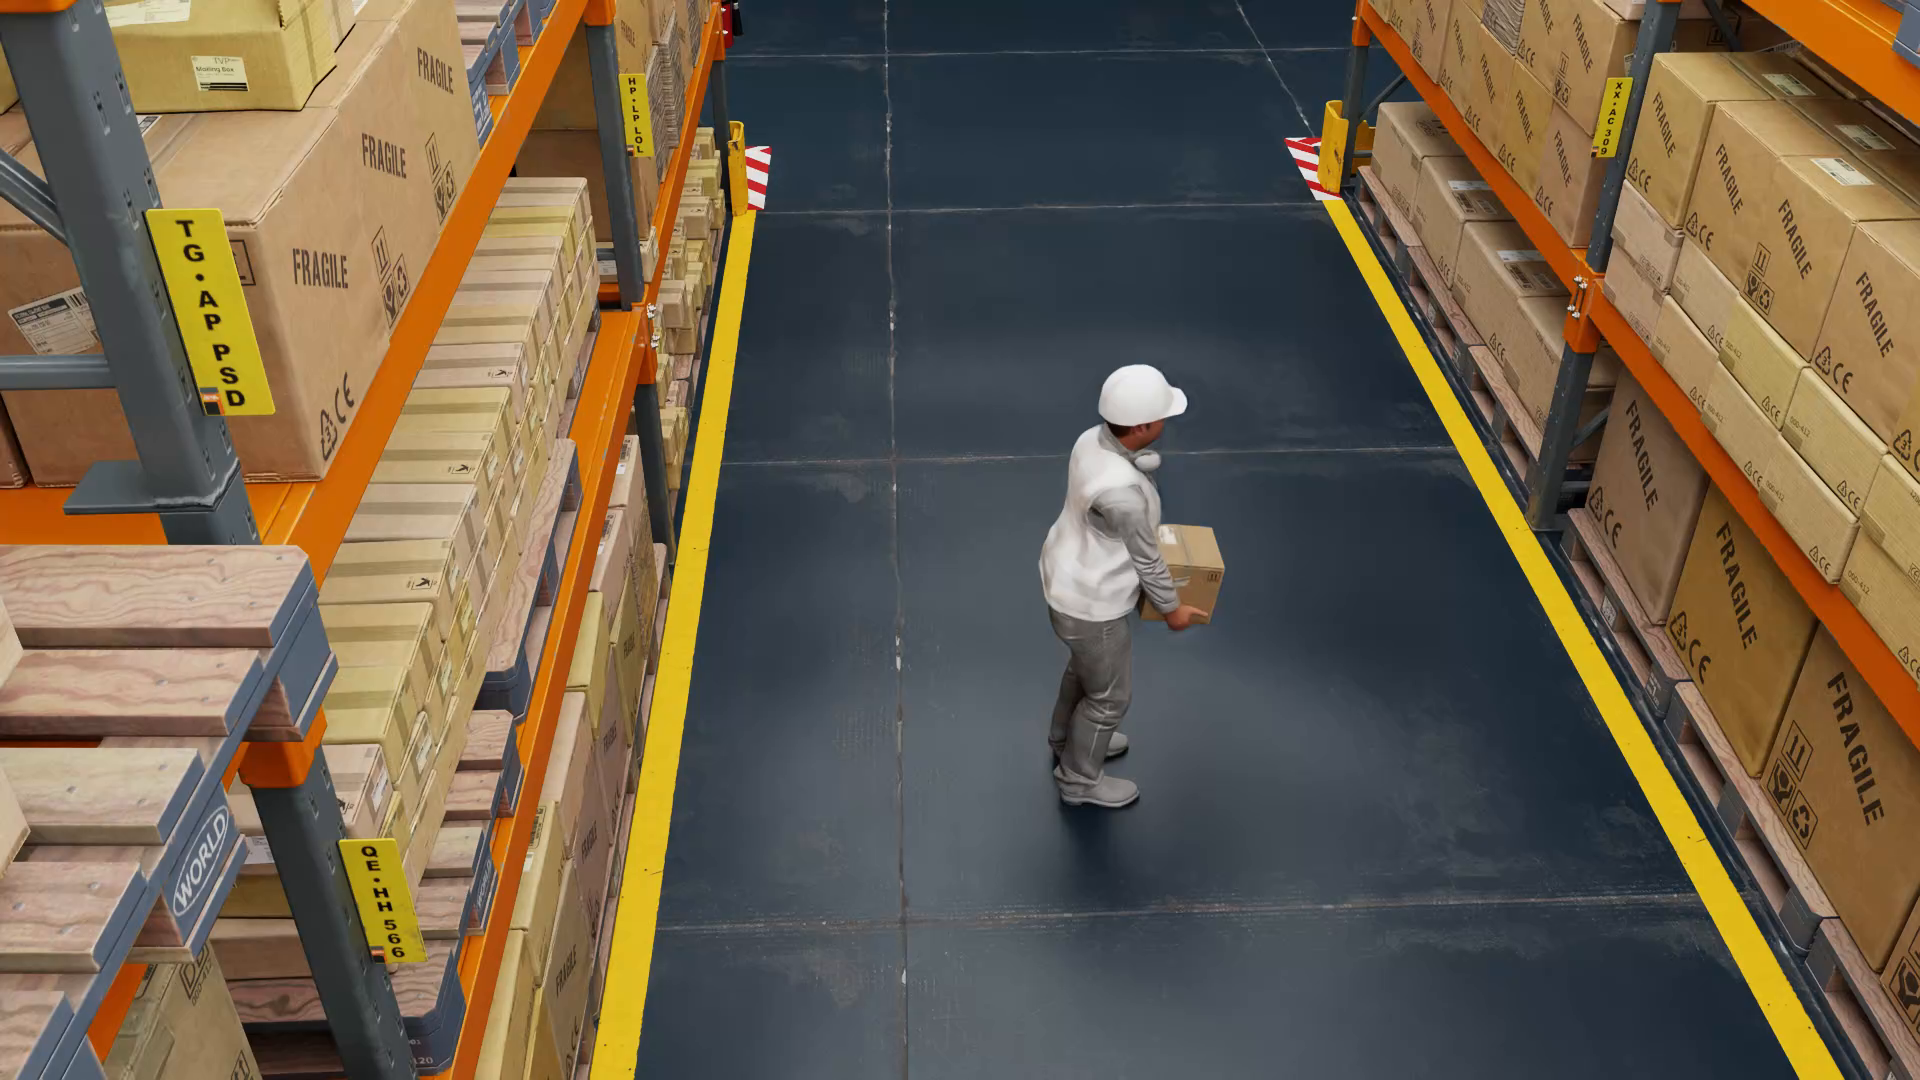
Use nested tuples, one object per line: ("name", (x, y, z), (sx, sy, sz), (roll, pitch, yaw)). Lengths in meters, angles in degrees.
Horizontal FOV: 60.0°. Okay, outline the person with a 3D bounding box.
("person", (0.571, 0.162, 5.903), (0.575, 1.765, 0.488), (-2, 35, -3))
